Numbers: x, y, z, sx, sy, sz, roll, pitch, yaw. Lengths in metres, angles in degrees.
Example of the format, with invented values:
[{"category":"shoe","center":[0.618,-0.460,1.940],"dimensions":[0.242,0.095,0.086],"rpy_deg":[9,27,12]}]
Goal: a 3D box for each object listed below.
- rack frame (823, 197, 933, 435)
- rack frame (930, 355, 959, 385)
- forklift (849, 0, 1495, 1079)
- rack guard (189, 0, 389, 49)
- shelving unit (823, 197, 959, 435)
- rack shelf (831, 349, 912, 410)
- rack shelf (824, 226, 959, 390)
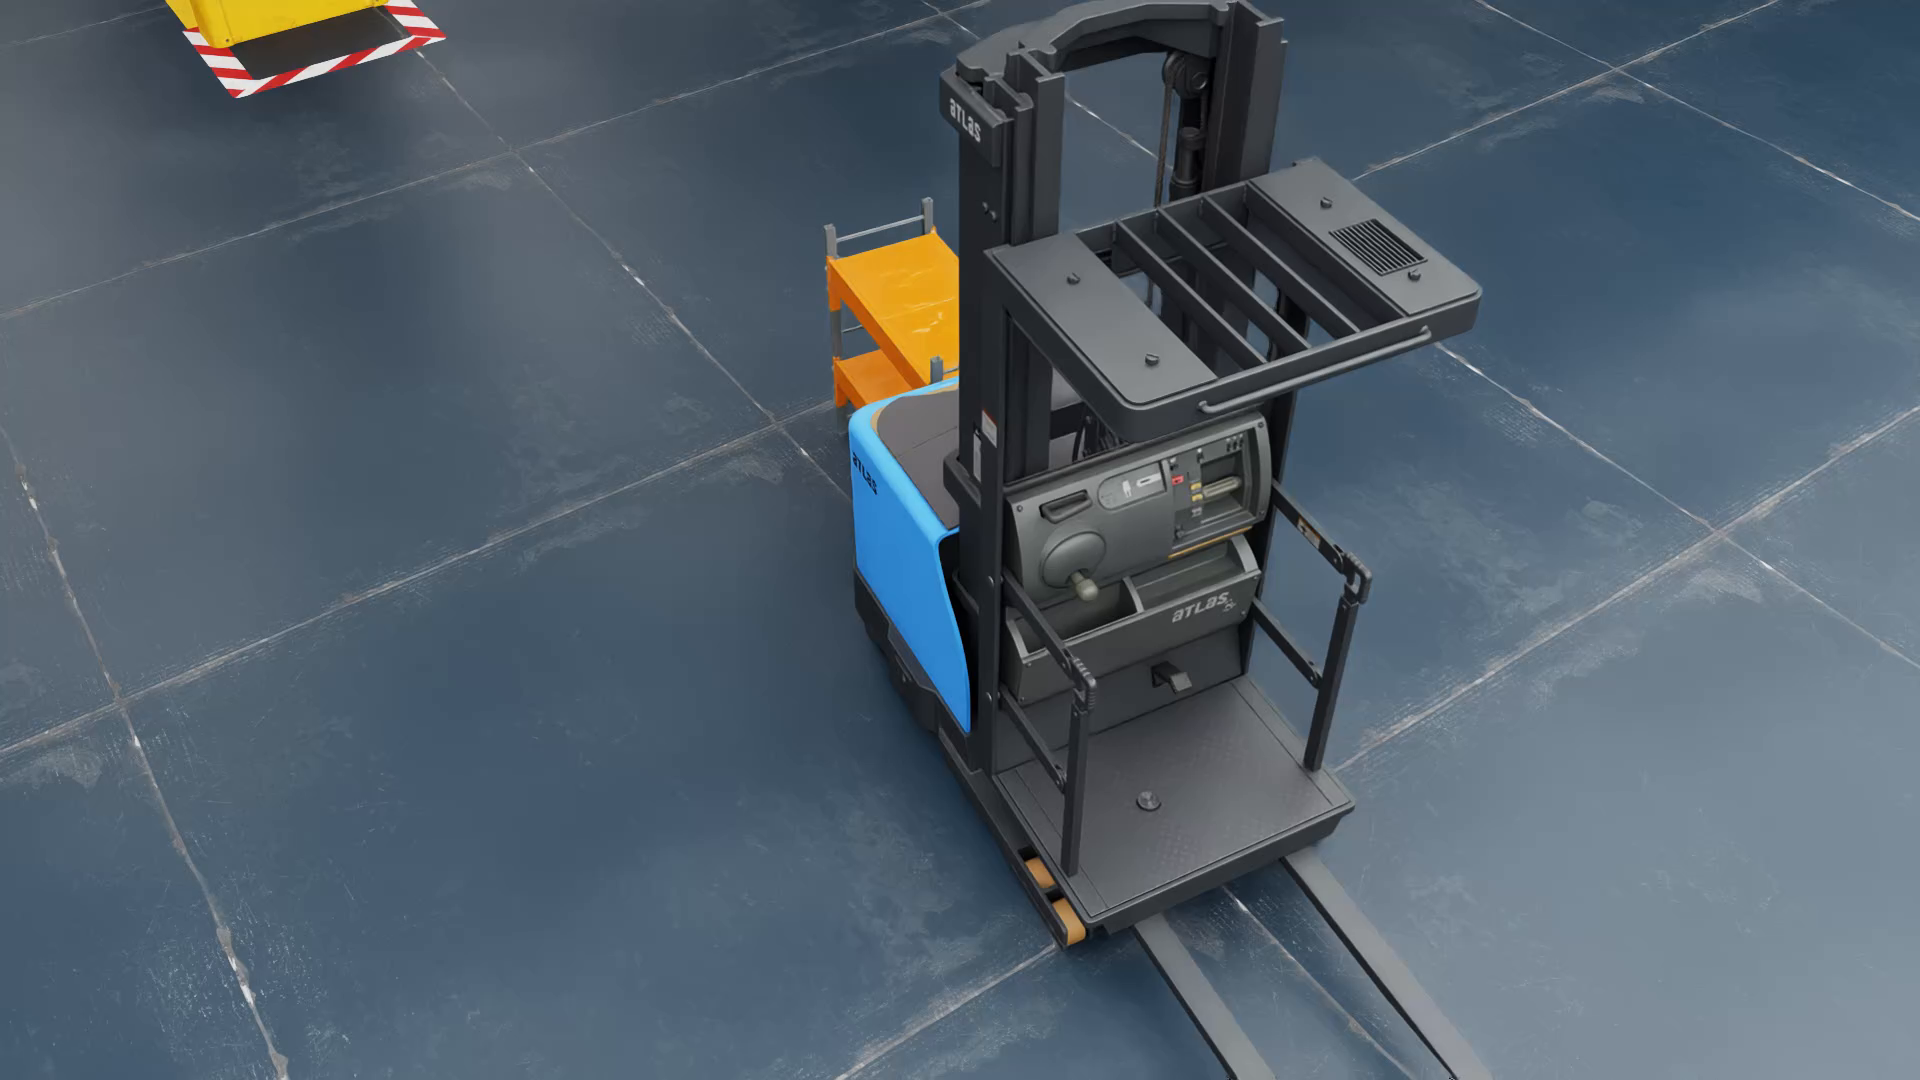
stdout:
[{"category":"rack frame","center":[-0.345,-0.982,7.455],"dimensions":[0.500,1.125,0.032],"rpy_deg":[-19,47,-19]},{"category":"rack frame","center":[0.115,-0.356,6.799],"dimensions":[0.500,1.125,0.032],"rpy_deg":[-19,47,-19]},{"category":"forklift","center":[0.683,-0.012,5.131],"dimensions":[1.130,2.935,3.031],"rpy_deg":[-19,47,-19]},{"category":"rack guard","center":[-4.316,-3.590,10.640],"dimensions":[1.175,0.500,0.348],"rpy_deg":[-26,49,-24]},{"category":"shelving unit","center":[-0.115,-0.669,7.127],"dimensions":[0.538,1.125,1.048],"rpy_deg":[-19,47,-19]},{"category":"rack shelf","center":[-0.115,-0.492,7.296],"dimensions":[0.538,0.278,1.000],"rpy_deg":[-19,47,-19]},{"category":"rack shelf","center":[-0.115,-0.881,6.925],"dimensions":[0.538,0.278,1.000],"rpy_deg":[-19,47,-19]}]
